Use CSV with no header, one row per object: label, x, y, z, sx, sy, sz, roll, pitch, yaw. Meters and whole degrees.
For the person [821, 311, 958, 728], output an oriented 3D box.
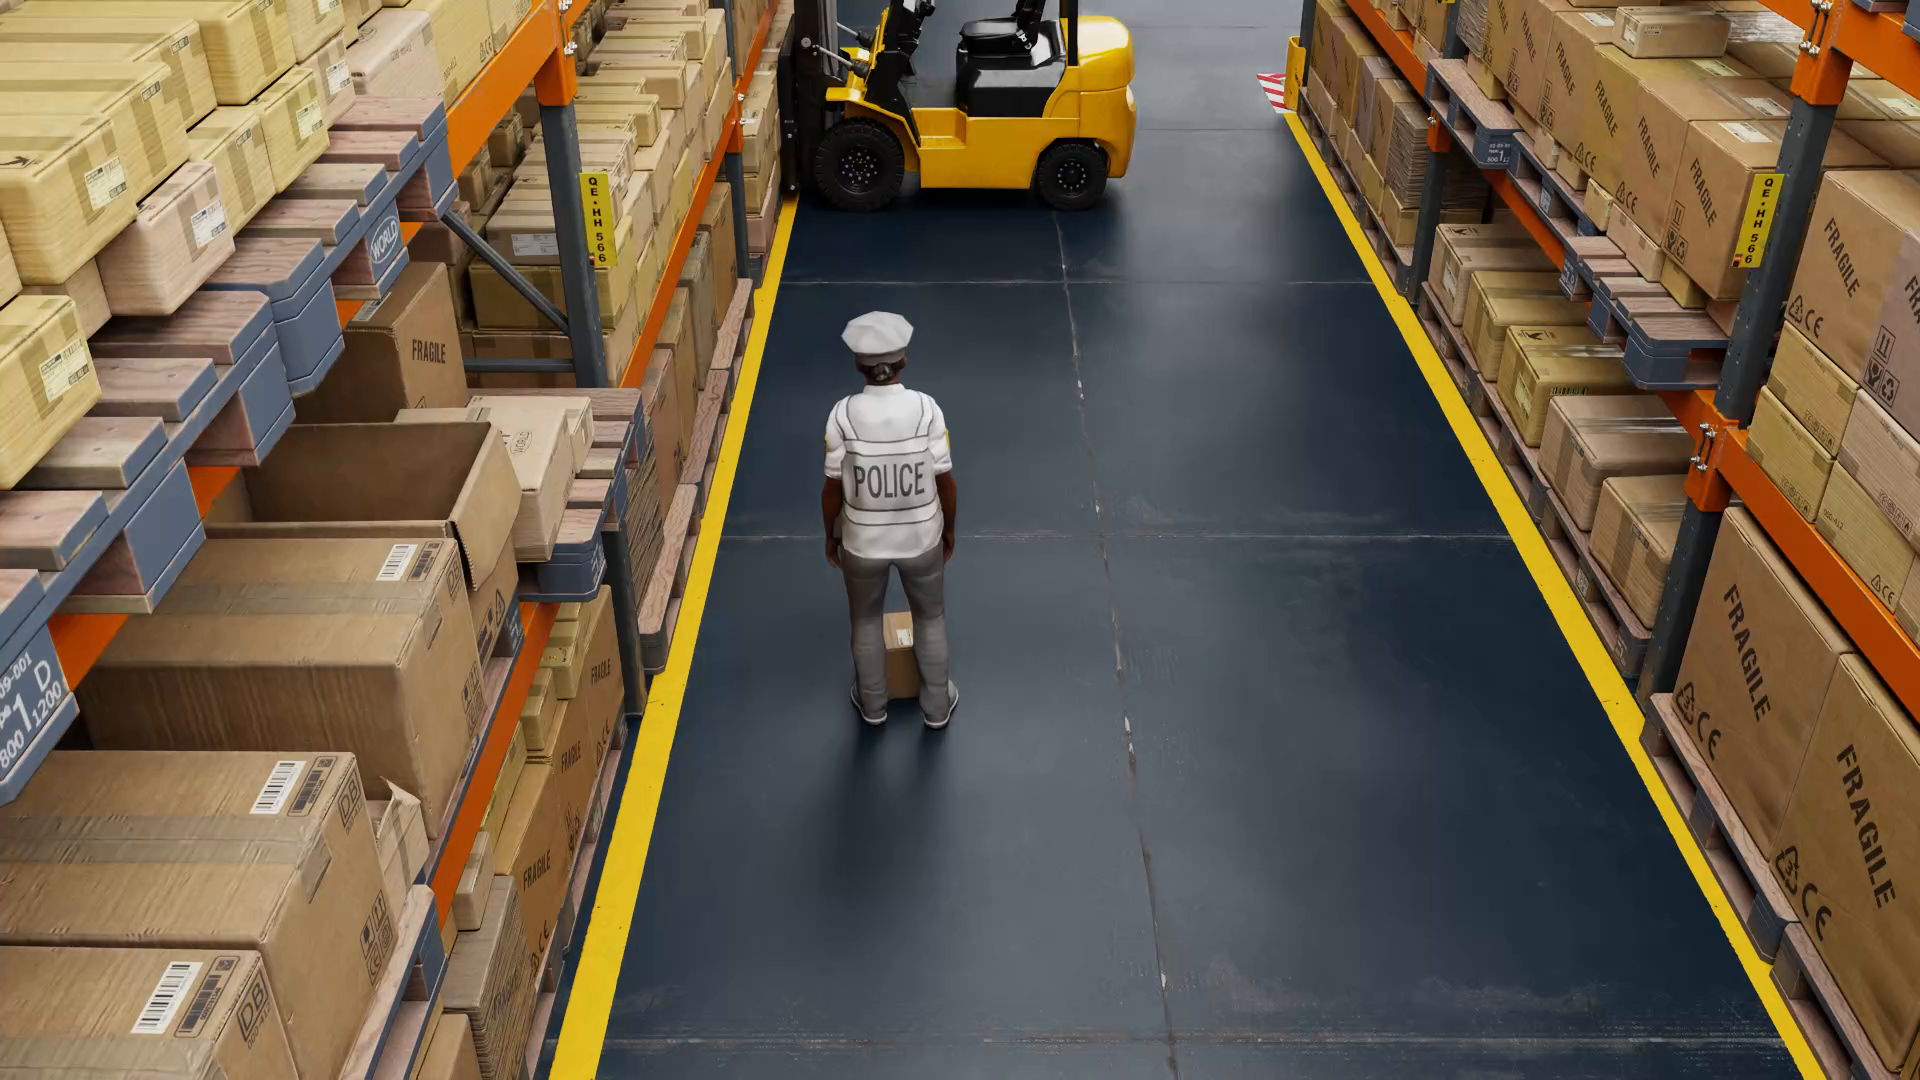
person,-0.252,-0.017,6.163,0.507,1.660,0.415,-3,32,-4
